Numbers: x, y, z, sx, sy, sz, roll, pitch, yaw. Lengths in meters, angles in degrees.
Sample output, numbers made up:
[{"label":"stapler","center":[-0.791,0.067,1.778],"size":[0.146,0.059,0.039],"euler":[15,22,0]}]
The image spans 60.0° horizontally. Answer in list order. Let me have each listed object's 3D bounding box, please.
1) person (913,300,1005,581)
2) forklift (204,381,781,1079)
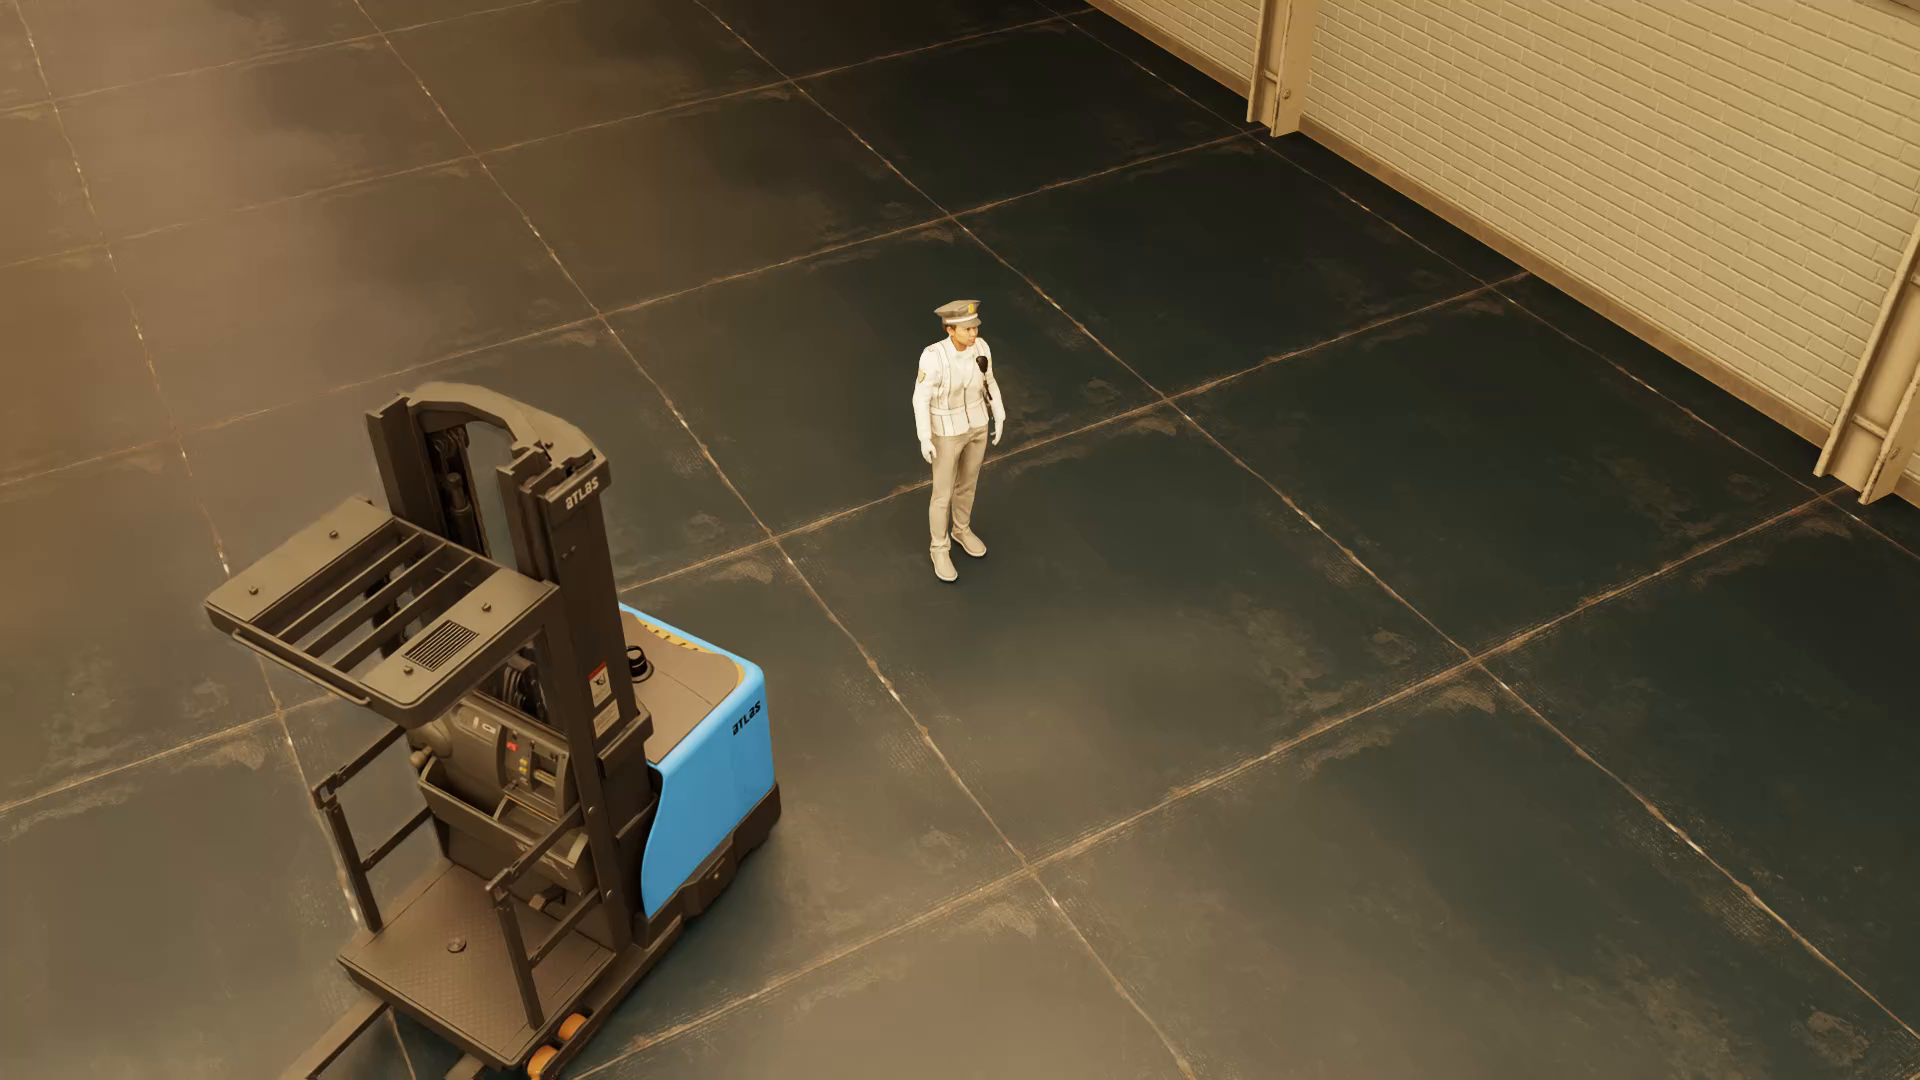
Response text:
[{"label":"person","center":[0.029,-0.618,9.738],"size":[0.587,1.695,0.531],"euler":[-20,44,-23]},{"label":"forklift","center":[-2.119,0.948,6.893],"size":[1.130,2.935,3.031],"euler":[21,44,24]}]
